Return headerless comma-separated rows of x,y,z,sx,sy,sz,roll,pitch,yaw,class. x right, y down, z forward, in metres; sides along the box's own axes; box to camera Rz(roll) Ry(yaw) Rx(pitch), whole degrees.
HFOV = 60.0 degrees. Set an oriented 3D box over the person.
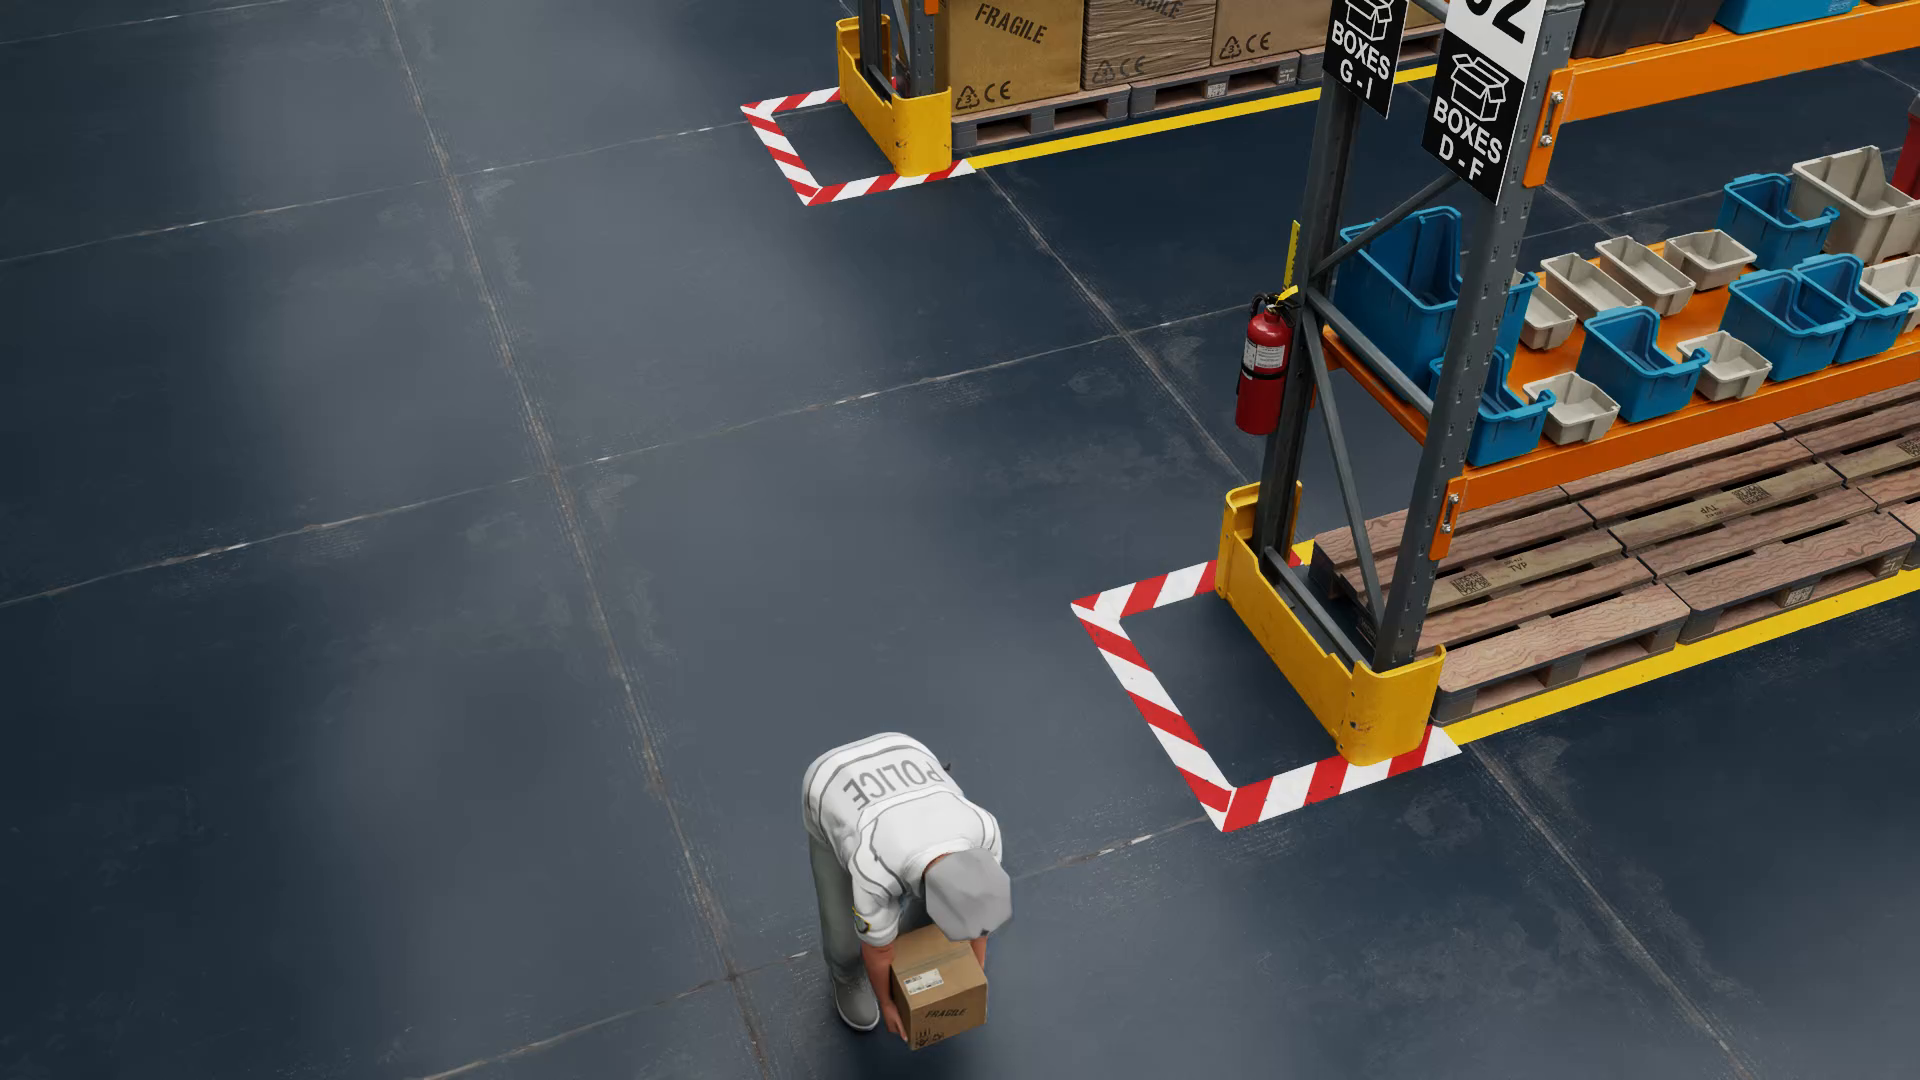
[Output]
-0.152,1.163,5.174,0.498,1.312,0.998,-17,44,-18,person
